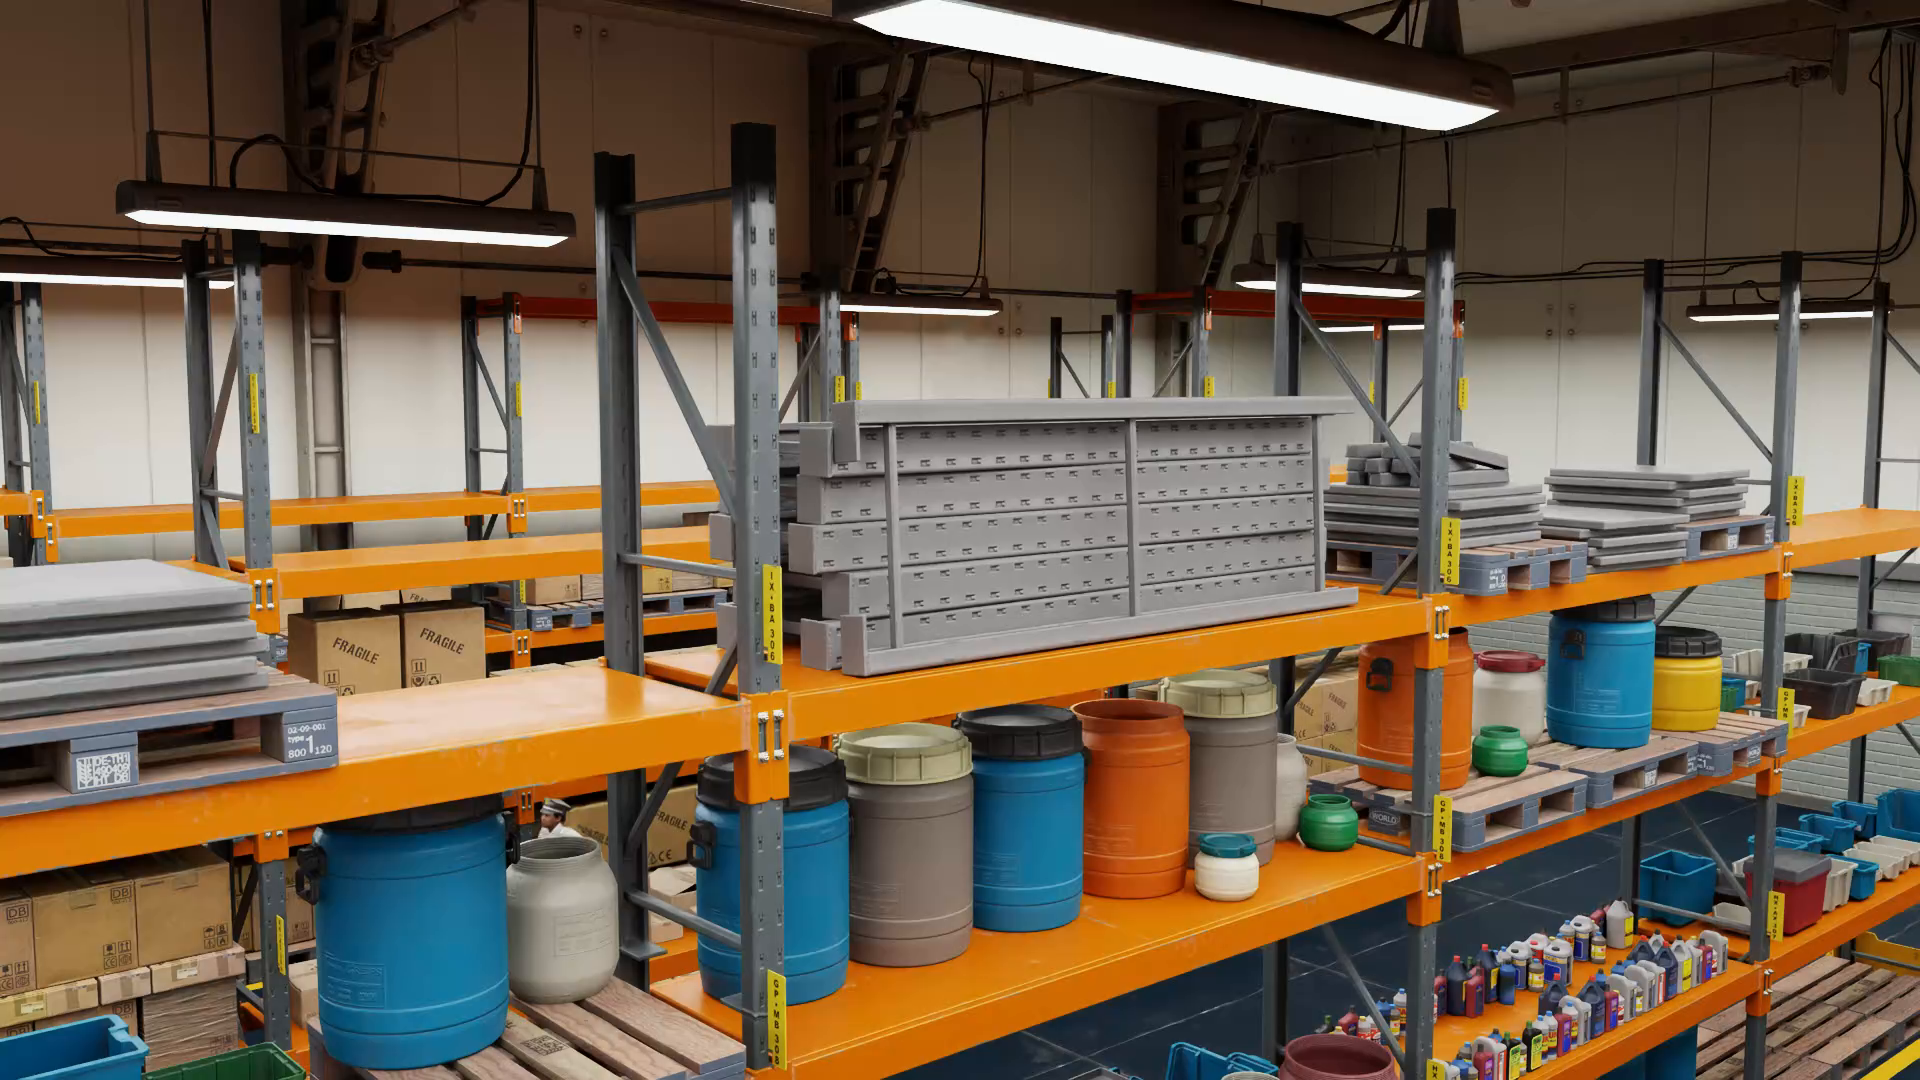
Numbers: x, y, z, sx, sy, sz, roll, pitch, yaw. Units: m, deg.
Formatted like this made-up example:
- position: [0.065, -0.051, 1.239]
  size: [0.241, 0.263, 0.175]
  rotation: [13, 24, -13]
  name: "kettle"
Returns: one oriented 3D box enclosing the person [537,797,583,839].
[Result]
- position: [-3.396, 2.999, 14.259]
  size: [0.641, 1.684, 0.858]
  rotation: [5, 7, 40]
  name: "person"
